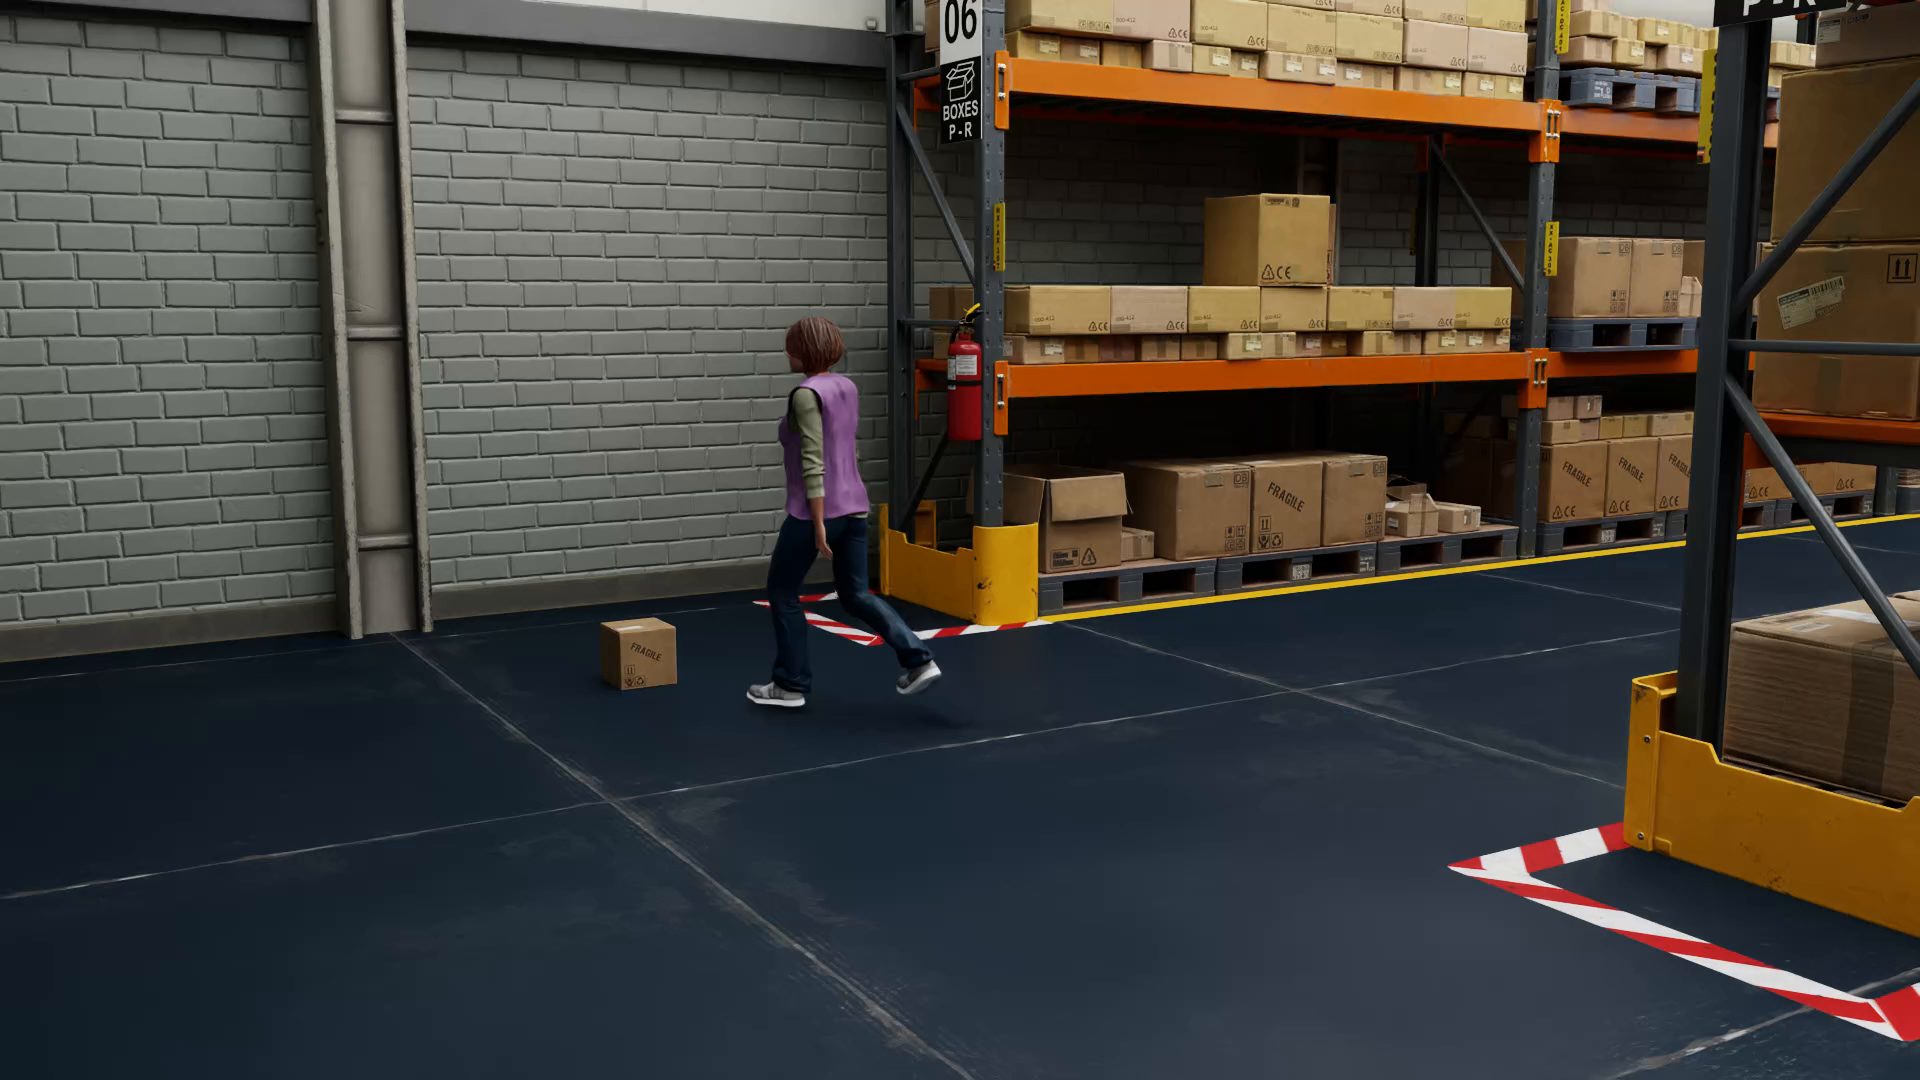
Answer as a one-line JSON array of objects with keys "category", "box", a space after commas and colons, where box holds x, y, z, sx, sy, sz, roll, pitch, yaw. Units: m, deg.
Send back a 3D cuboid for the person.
[{"category": "person", "box": [-0.473, -0.086, 6.527, 0.833, 1.541, 0.425, 5, 10, 31]}]
